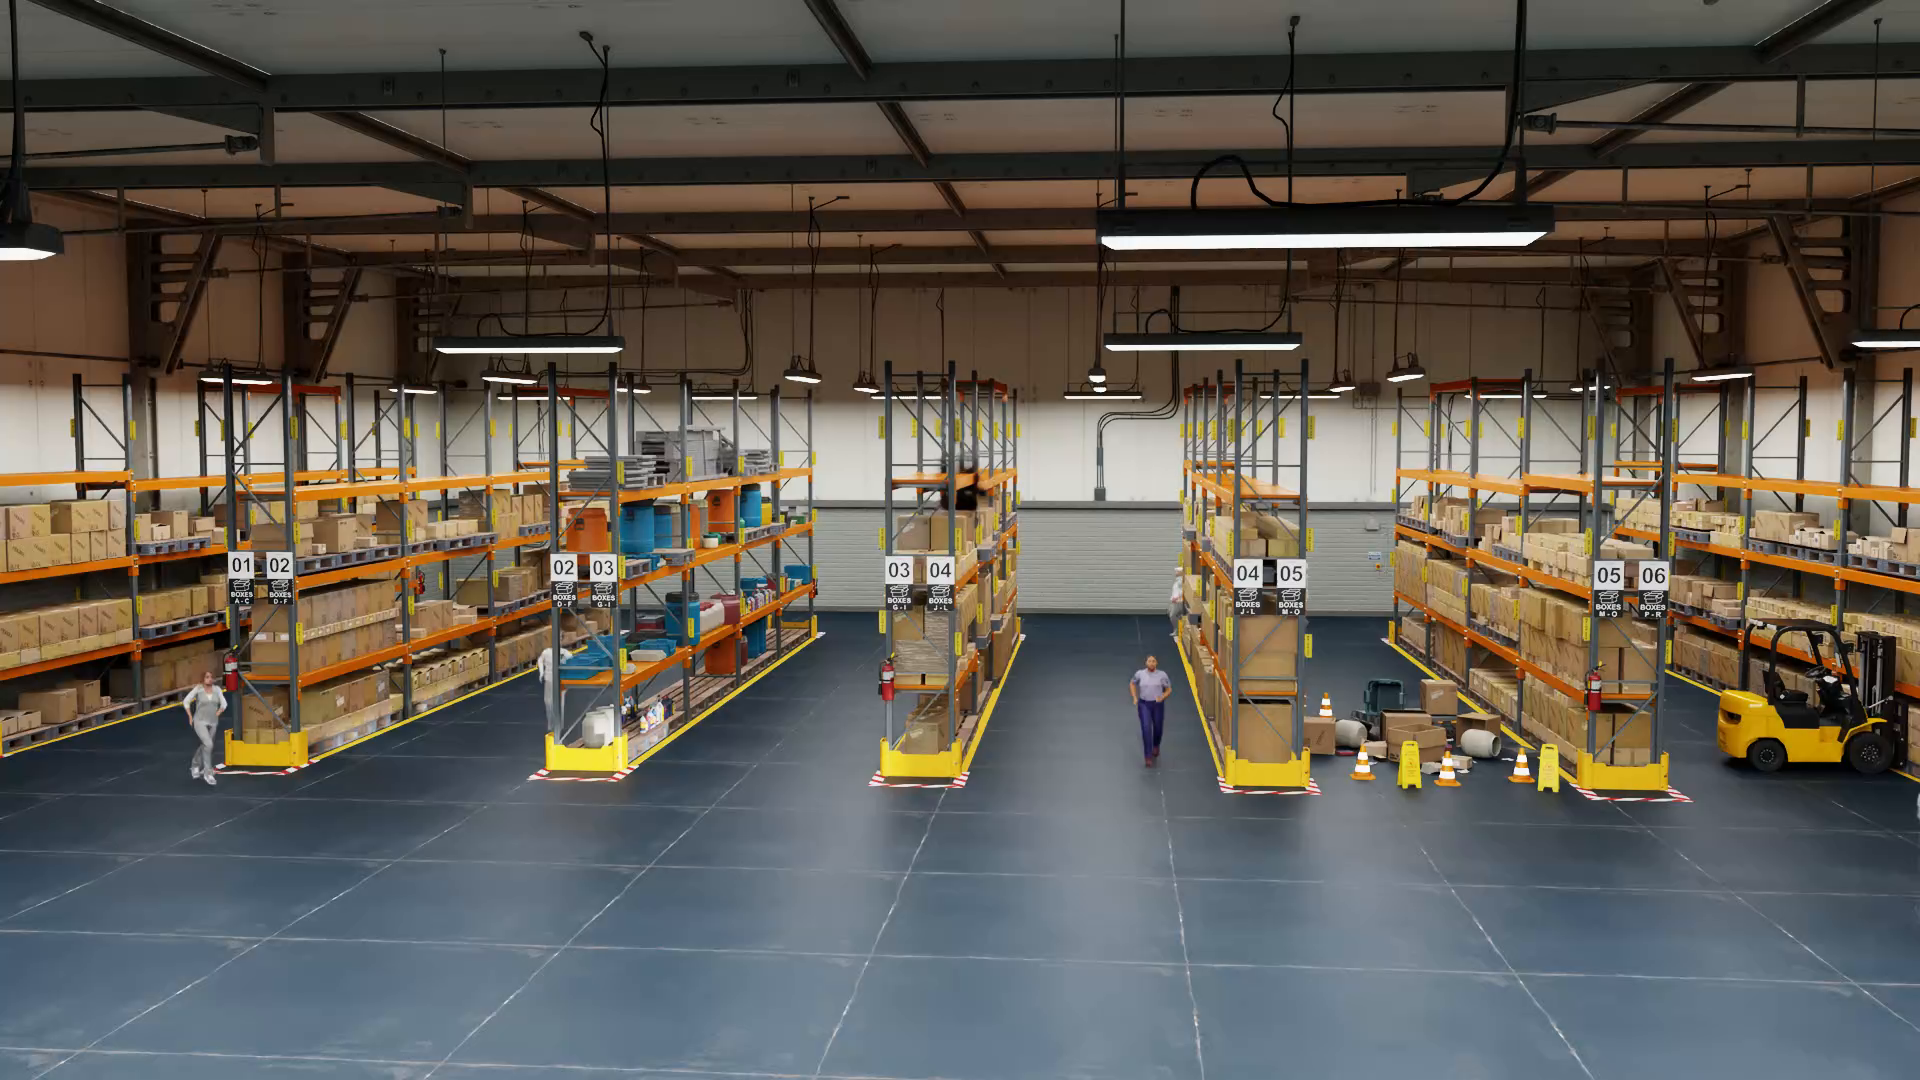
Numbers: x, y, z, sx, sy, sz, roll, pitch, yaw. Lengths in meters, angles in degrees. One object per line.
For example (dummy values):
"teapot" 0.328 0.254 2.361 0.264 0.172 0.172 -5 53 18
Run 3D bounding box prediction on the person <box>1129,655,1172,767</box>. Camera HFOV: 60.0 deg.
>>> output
"person" 2.867 2.544 25.006 0.627 1.636 0.740 0 4 2

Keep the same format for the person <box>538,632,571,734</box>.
"person" -6.696 2.352 27.462 0.593 1.706 0.630 0 4 -7

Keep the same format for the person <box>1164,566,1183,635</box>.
"person" 5.285 1.495 40.605 0.529 1.753 0.672 -1 4 -11

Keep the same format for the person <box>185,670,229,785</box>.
"person" -10.666 2.631 23.618 0.824 1.583 0.532 3 5 42
